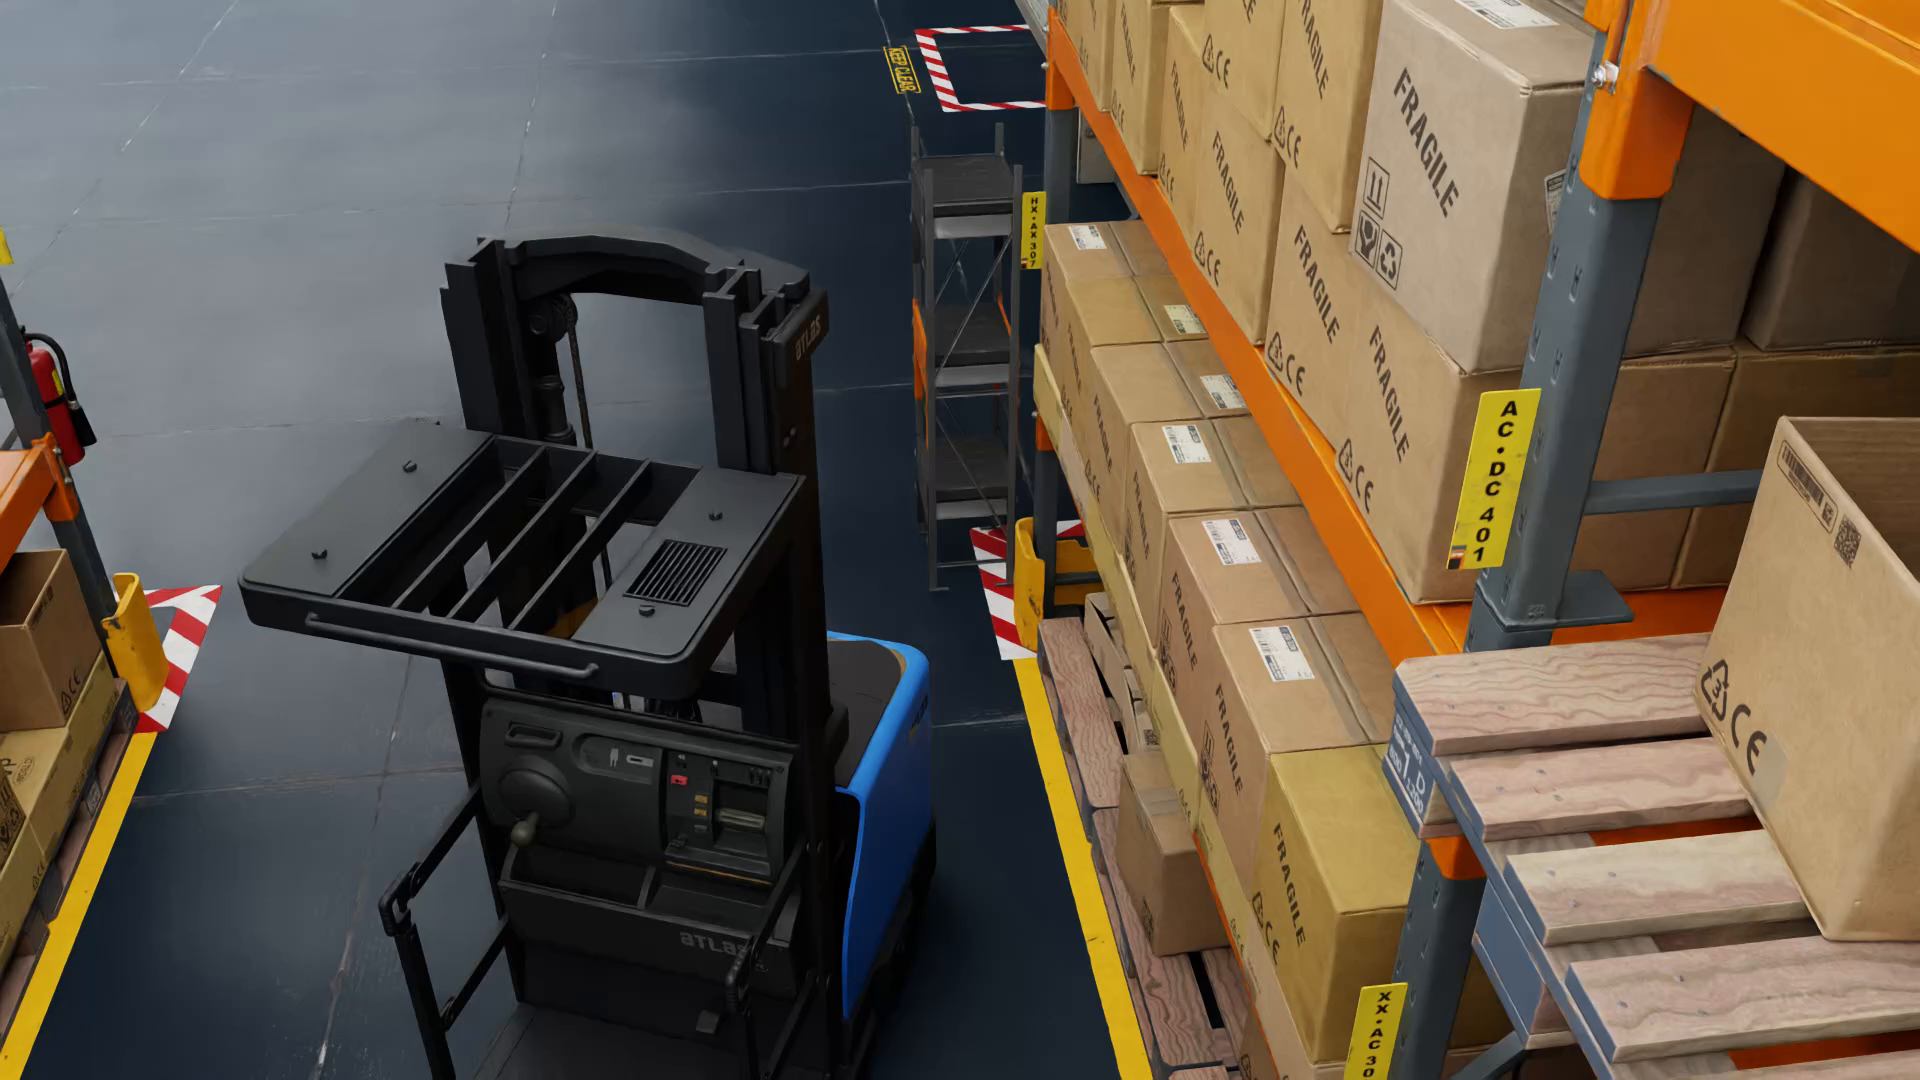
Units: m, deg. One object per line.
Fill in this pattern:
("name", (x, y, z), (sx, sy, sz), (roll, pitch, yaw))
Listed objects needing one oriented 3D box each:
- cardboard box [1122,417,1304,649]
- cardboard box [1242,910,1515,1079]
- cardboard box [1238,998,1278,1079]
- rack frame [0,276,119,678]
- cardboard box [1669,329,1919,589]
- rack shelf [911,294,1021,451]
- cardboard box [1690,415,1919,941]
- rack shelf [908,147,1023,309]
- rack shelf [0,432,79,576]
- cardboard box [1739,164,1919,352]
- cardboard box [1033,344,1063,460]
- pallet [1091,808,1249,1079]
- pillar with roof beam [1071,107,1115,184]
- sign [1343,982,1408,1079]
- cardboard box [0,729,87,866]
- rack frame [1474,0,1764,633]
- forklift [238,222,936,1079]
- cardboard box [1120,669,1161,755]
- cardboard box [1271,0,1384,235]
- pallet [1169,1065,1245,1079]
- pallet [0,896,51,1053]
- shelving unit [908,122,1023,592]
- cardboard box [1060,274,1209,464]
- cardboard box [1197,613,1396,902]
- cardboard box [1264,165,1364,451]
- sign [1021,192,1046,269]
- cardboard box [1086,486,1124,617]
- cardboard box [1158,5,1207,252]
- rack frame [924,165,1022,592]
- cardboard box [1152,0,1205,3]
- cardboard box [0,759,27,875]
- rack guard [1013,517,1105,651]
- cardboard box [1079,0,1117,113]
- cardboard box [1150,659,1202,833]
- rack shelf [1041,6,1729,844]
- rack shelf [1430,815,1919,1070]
("cardboard box", (0.800, -0.029, 5.079), (0.500, 0.500, 0.500), (-3, 34, -5))
("cardboard box", (1.007, 1.130, 4.044), (0.500, 0.250, 0.500), (-4, 35, -6))
("cardboard box", (1.192, 1.592, 5.079), (0.500, 0.500, 0.500), (-7, 35, -10))
("rack frame", (-4.075, -0.537, 6.375), (1.000, 3.000, 0.127), (-4, 35, -6))
("cardboard box", (1.555, -0.264, 3.204), (0.500, 0.500, 0.500), (-3, 34, -5))
("rack shelf", (0.022, -0.764, 7.531), (0.431, 0.518, 0.480), (-4, 35, -6))
("cardboard box", (1.365, 0.174, 2.205), (0.500, 0.500, 0.500), (0, 34, 0))
("rack shelf", (0.022, -1.343, 7.137), (0.431, 0.518, 0.480), (-4, 35, -6))
("rack shelf", (-3.806, 0.876, 4.940), (1.077, 0.370, 4.000), (-4, 35, -6))
("cardboard box", (1.588, -0.680, 2.926), (0.500, 0.500, 0.500), (-4, 34, -5))
("cardboard box", (0.584, -0.565, 6.530), (0.500, 0.250, 0.500), (-5, 35, -8))
("pallet", (1.078, 1.415, 5.986), (1.003, 0.211, 1.213), (-4, 35, -6))
("pillar with roof beam", (-3.288, -6.091, 9.197), (9.100, 9.000, 0.400), (-4, 35, -6))
("sign", (0.834, 1.005, 3.343), (0.100, 0.325, 0.005), (-4, 35, -6))
("cardboard box", (-3.631, 0.980, 6.217), (0.500, 0.250, 0.500), (-4, 35, -6))
("rack frame", (1.371, -1.162, 1.964), (1.000, 3.000, 0.127), (-4, 35, -6))
("forklift", (-0.976, 0.776, 4.508), (1.130, 2.935, 3.031), (9, 35, 13))
("cardboard box", (0.914, 0.726, 6.518), (0.500, 0.311, 0.500), (-2, 34, -2))
("cardboard box", (0.950, -0.951, 3.323), (0.500, 0.500, 0.500), (-3, 34, -4))
("pallet", (1.246, 2.098, 4.984), (1.003, 0.211, 1.213), (-4, 35, -6))
("pallet", (-3.770, 1.718, 5.542), (1.003, 0.211, 1.213), (-4, 35, -6))
("shelving unit", (0.022, -0.775, 7.523), (0.431, 2.100, 0.503), (-4, 35, -6))
("cardboard box", (0.656, -0.605, 5.924), (0.500, 0.500, 0.500), (-4, 35, -6))
("cardboard box", (0.928, 0.543, 4.239), (0.500, 0.500, 0.500), (-5, 35, -7))
("cardboard box", (1.003, -0.518, 3.576), (0.500, 0.500, 0.500), (-7, 35, -10))
("sign", (0.295, -1.231, 6.624), (0.100, 0.325, 0.005), (-4, 35, -6))
("cardboard box", (0.731, 0.009, 5.689), (0.500, 0.250, 0.500), (-5, 35, -7))
("cardboard box", (0.834, -1.109, 4.444), (0.500, 0.500, 0.500), (-2, 34, -3))
("rack frame", (0.055, -0.639, 7.323), (0.400, 2.100, 0.015), (-4, 35, -6))
("cardboard box", (0.742, -1.815, 4.591), (0.500, 0.500, 0.500), (-3, 34, -5))
("cardboard box", (-3.559, 0.949, 5.597), (0.500, 0.500, 0.500), (-4, 35, -6))
("rack guard", (0.843, 0.161, 7.570), (1.175, 0.500, 0.348), (-4, 35, -6))
("cardboard box", (0.667, -1.696, 5.305), (0.500, 0.500, 0.500), (-2, 34, -3))
("cardboard box", (0.865, 0.572, 4.863), (0.500, 0.250, 0.500), (-5, 35, -7))
("rack shelf", (1.102, -0.741, 4.649), (1.077, 0.370, 4.000), (-4, 35, -6))
("rack shelf", (1.640, 1.491, 1.373), (1.077, 0.370, 4.000), (-4, 35, -6))
